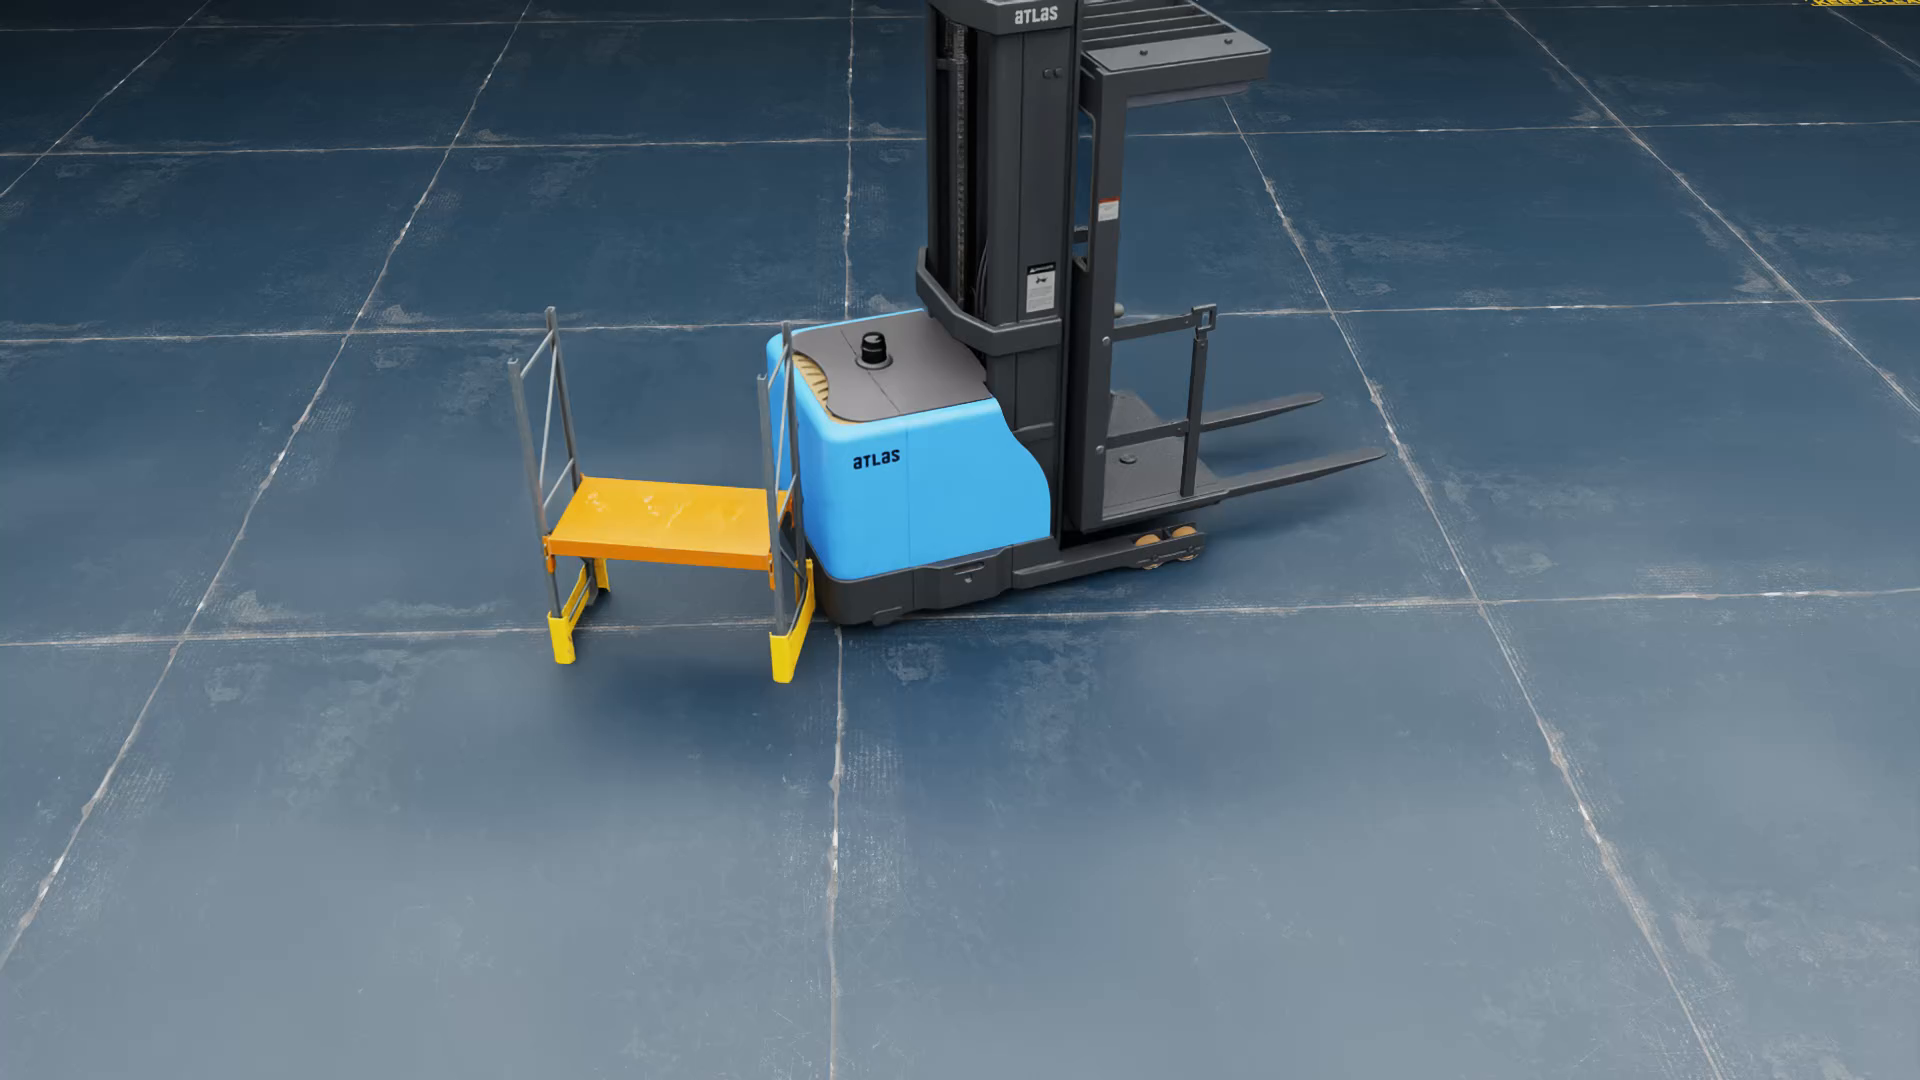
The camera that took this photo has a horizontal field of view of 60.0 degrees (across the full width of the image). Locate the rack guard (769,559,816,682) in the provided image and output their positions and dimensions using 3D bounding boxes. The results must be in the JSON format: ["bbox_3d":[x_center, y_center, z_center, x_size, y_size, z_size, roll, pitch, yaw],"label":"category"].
[{"bbox_3d":[-0.753,0.358,7.514,0.087,0.250,0.587,4,35,6],"label":"rack guard"}]

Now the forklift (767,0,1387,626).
[{"bbox_3d":[0.656,-1.331,7.598,3.031,2.935,1.130,-12,37,-17],"label":"forklift"}]

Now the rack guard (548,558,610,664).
[{"bbox_3d":[-1.741,0.287,7.616,0.087,0.250,0.587,4,35,6],"label":"rack guard"}]

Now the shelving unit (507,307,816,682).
[{"bbox_3d":[-1.247,-0.192,7.209,1.083,1.500,0.587,4,35,6],"label":"shelving unit"}]

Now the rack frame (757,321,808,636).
[{"bbox_3d":[-0.752,-0.156,7.158,0.032,1.500,0.500,4,35,6],"label":"rack frame"}]

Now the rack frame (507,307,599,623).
[{"bbox_3d":[-1.760,-0.229,7.263,0.032,1.500,0.500,4,35,6],"label":"rack frame"}]

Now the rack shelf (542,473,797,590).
[{"bbox_3d":[-1.256,-0.045,7.313,1.000,0.185,0.538,4,35,6],"label":"rack shelf"}]
